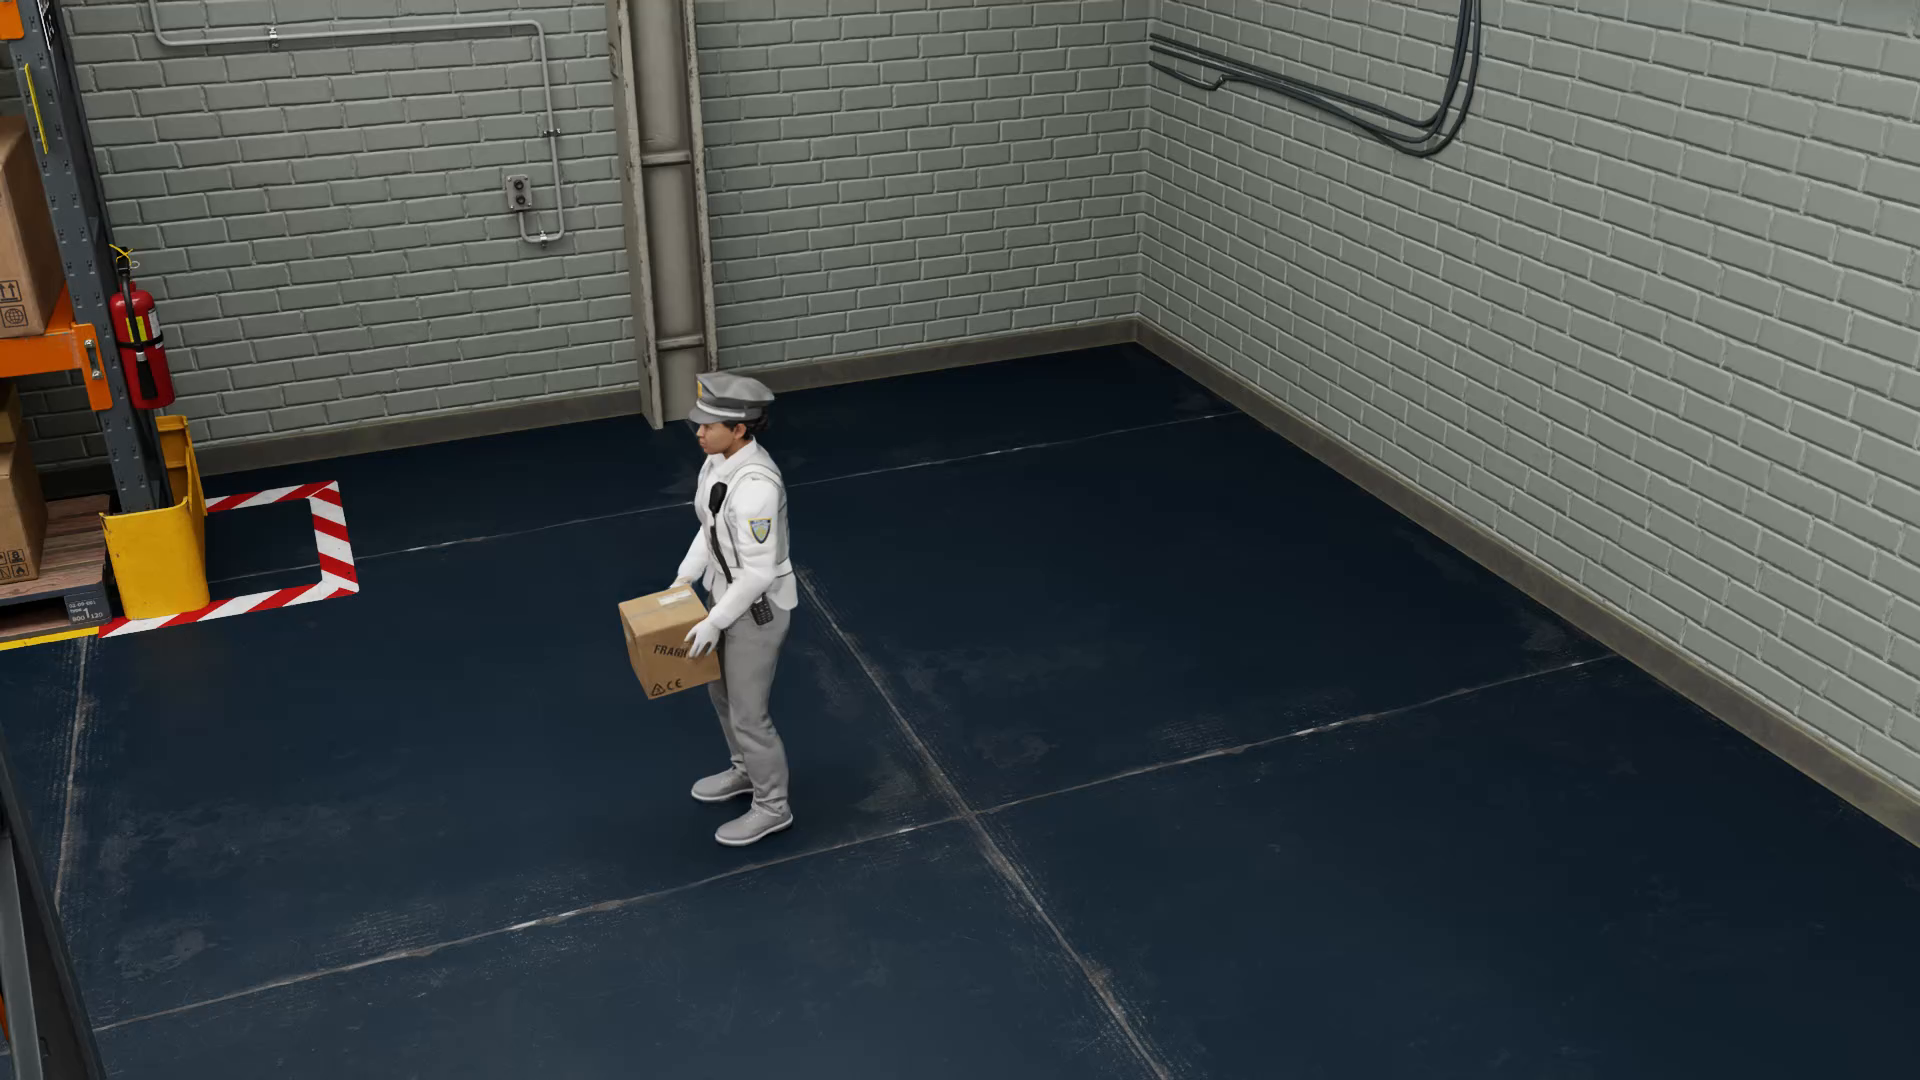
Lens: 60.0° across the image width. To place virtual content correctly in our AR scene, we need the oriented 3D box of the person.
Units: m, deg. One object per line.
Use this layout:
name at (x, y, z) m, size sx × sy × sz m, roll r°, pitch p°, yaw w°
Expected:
person at (-0.765, 0.234, 5.607) m, size 0.410 × 1.684 × 0.500 m, roll -11°, pitch 28°, yaw -21°
